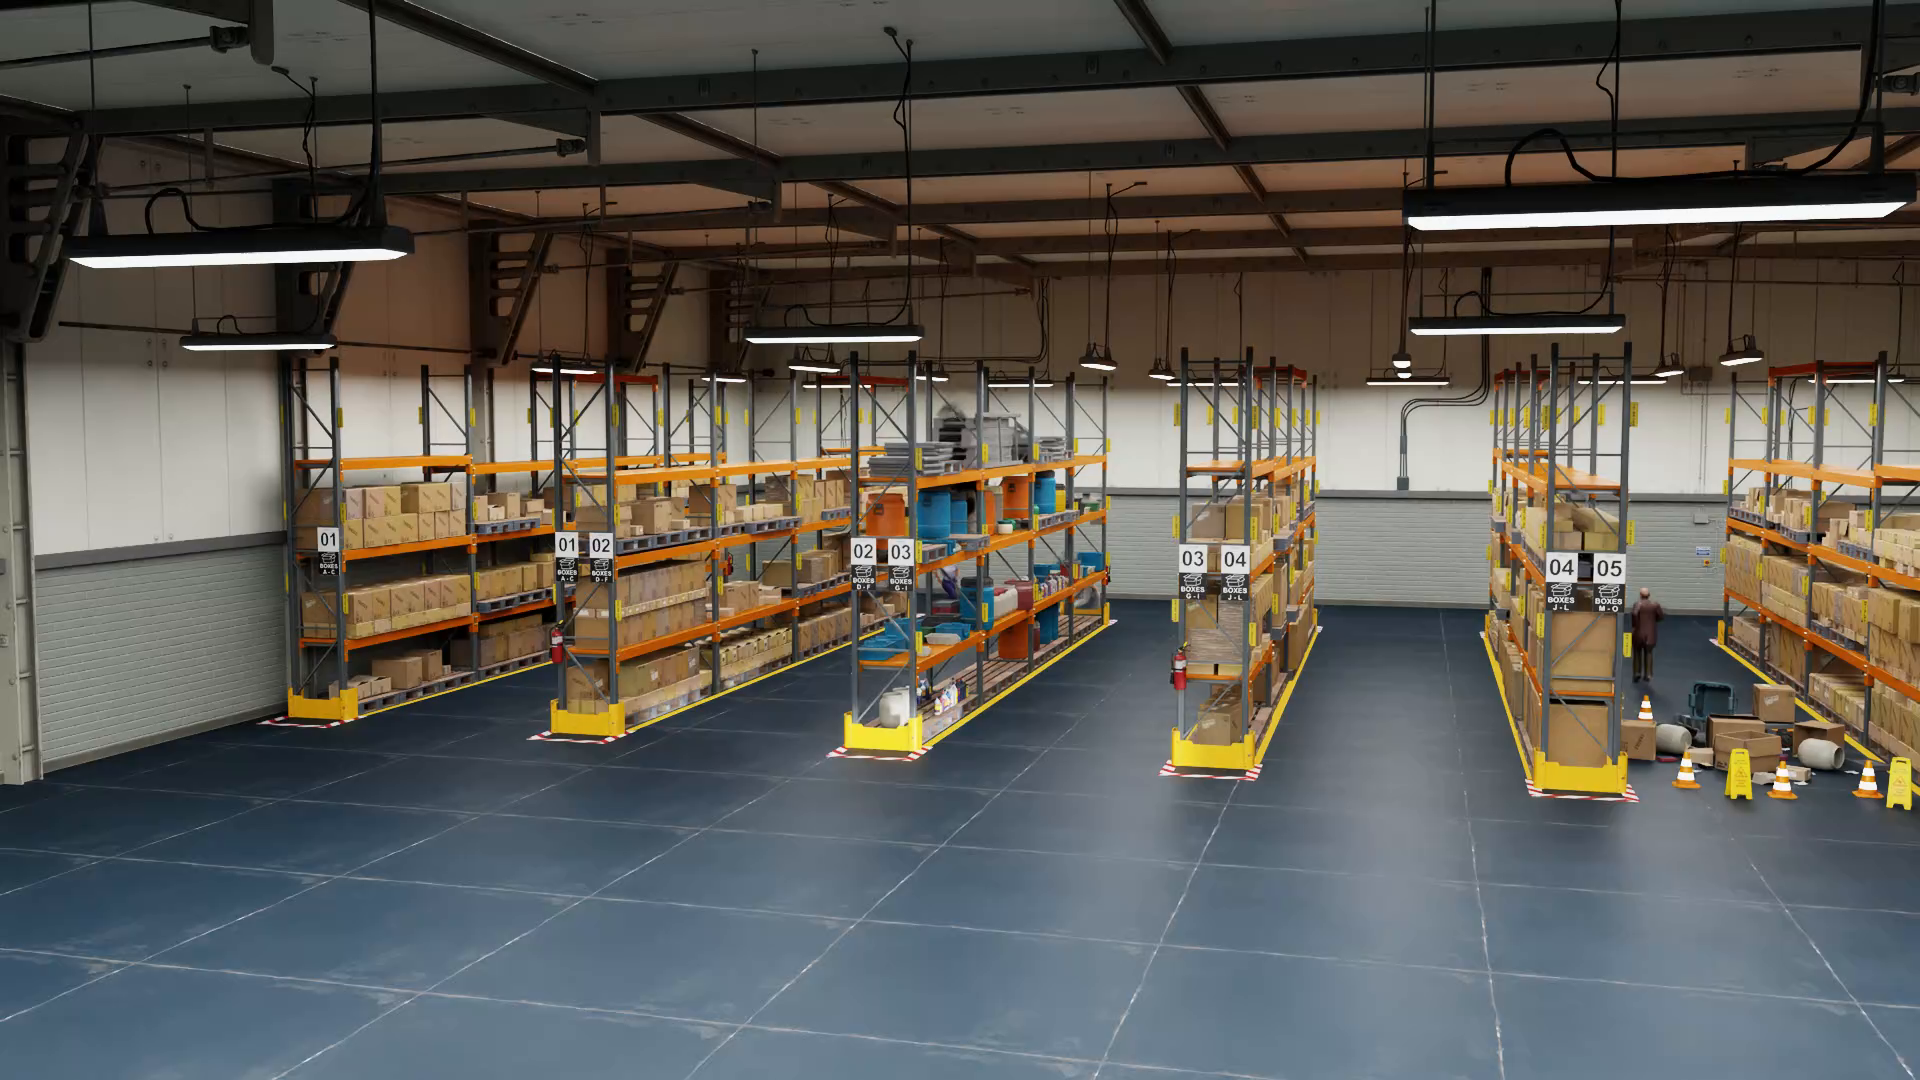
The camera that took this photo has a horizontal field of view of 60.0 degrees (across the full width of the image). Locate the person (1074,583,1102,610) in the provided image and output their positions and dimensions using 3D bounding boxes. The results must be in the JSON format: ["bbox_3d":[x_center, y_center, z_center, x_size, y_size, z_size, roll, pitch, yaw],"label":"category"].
[{"bbox_3d":[3.188,1.124,41.612,0.888,1.602,0.445,1,4,19],"label":"person"}]

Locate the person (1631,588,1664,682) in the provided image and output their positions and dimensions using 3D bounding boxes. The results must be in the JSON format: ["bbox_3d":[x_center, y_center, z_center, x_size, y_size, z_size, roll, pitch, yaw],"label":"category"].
[{"bbox_3d":[12.919,1.816,31.301,0.668,1.825,0.861,1,4,8],"label":"person"}]

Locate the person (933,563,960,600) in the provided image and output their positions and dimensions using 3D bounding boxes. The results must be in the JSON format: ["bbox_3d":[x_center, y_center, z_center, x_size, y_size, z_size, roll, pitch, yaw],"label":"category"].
[{"bbox_3d":[-0.268,1.129,42.183,0.742,1.642,0.845,-3,5,-39],"label":"person"}]
